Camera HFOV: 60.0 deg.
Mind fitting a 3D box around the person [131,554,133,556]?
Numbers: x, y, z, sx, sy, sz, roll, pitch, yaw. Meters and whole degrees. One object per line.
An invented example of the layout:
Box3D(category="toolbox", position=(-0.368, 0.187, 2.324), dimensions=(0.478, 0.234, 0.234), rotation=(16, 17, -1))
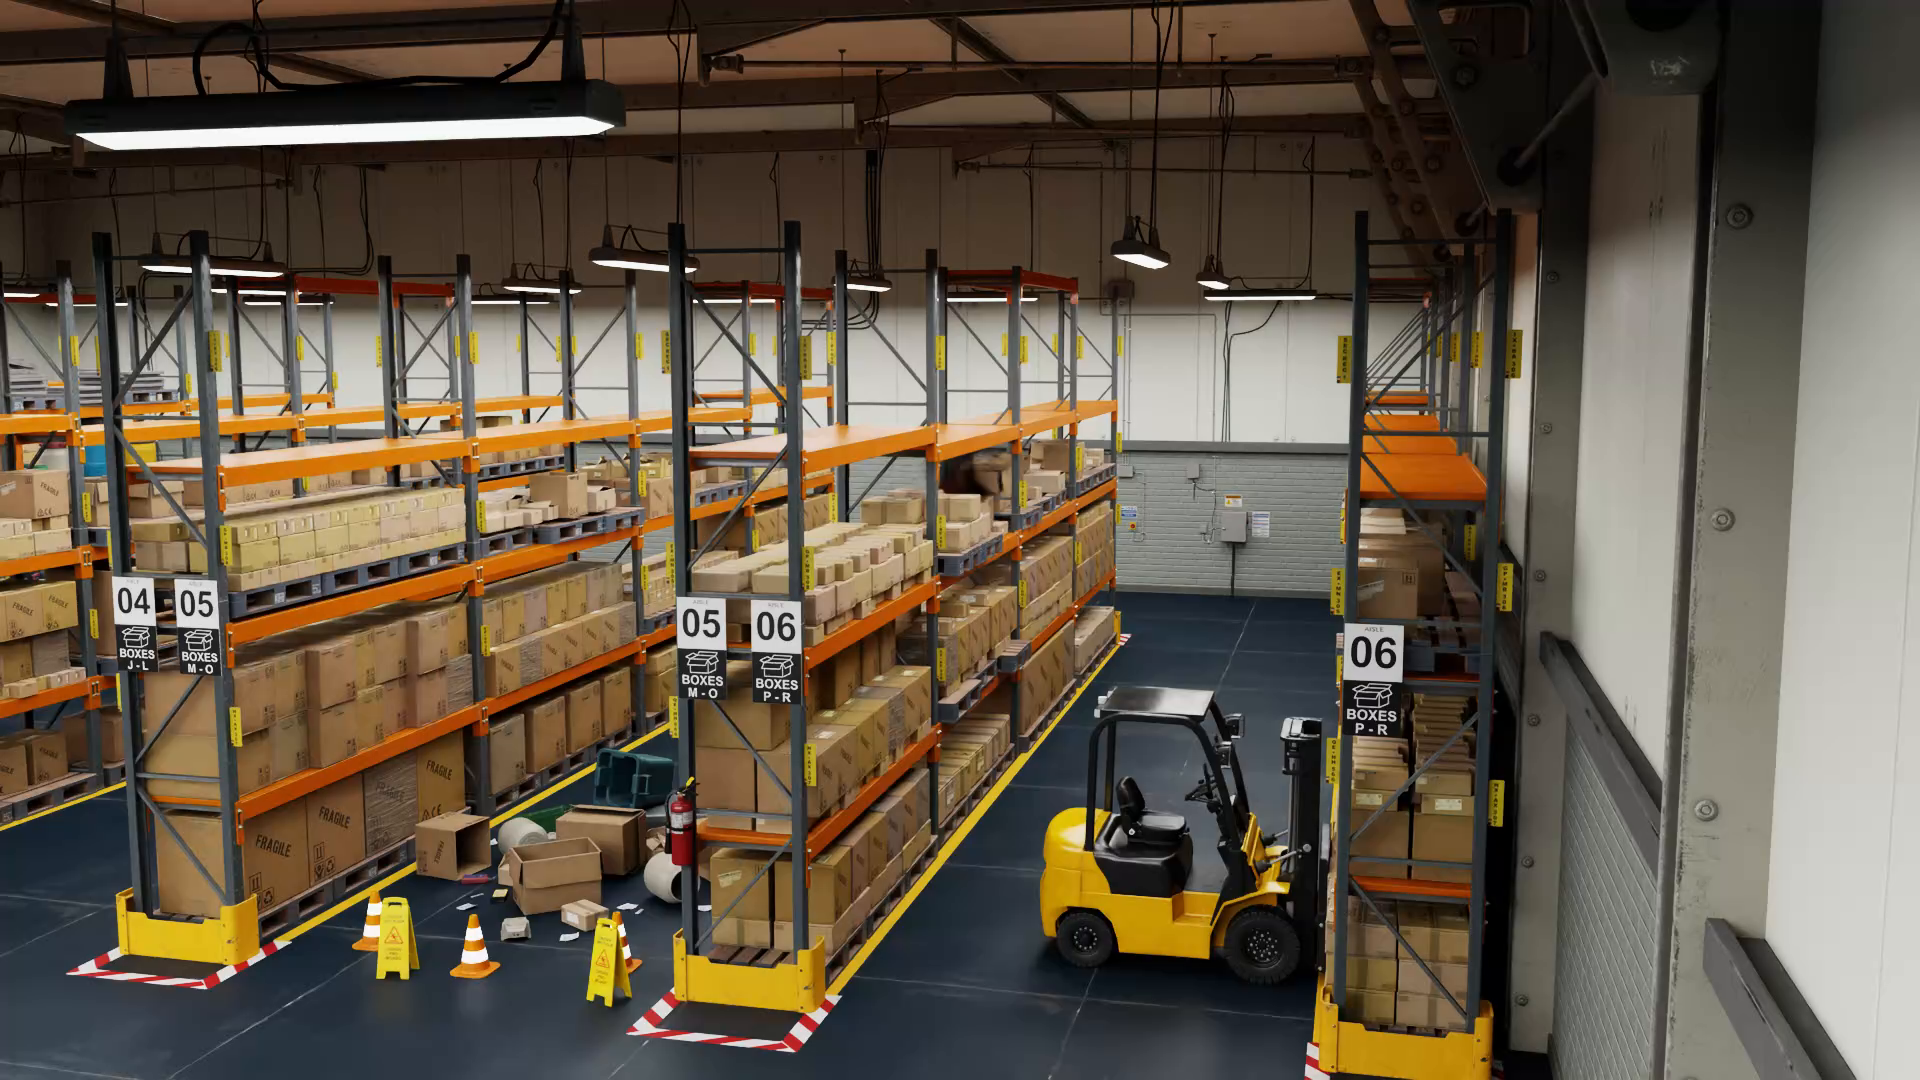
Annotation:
Box3D(category="person", position=(-19.201, -0.278, 37.999), dimensions=(1.022, 1.619, 0.496), rotation=(3, 8, 23))
